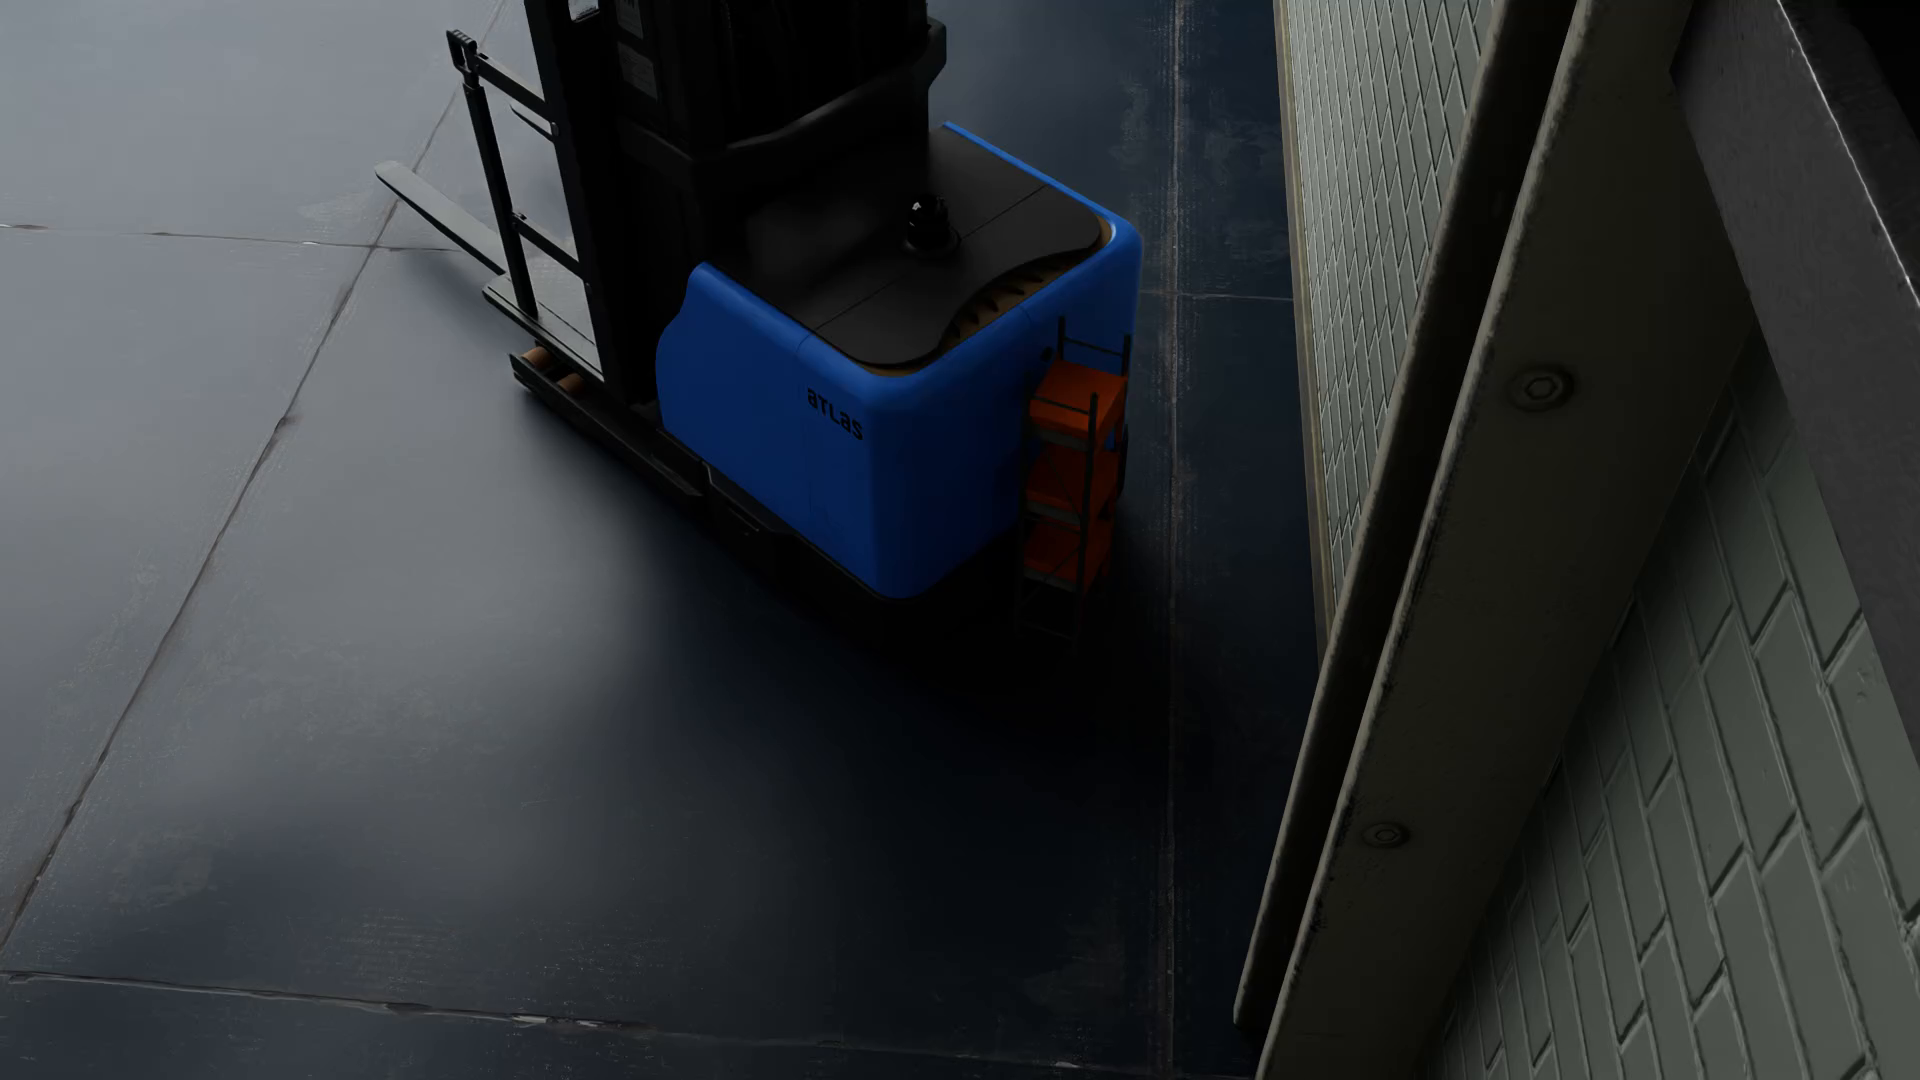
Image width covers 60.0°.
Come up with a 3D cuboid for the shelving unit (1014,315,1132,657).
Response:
[{"bbox_3d":[0.303,-0.122,4.650,0.215,1.050,0.252,18,50,16],"label":"shelving unit"}]

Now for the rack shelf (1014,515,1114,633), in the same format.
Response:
[{"bbox_3d":[0.303,0.072,4.863,0.215,0.259,0.240,18,50,16],"label":"rack shelf"}]

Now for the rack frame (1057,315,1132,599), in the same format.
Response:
[{"bbox_3d":[0.353,-0.205,4.726,0.200,1.050,0.008,18,50,16],"label":"rack frame"}]

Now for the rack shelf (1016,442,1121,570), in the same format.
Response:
[{"bbox_3d":[0.303,-0.115,4.658,0.215,0.259,0.240,18,50,16],"label":"rack shelf"}]

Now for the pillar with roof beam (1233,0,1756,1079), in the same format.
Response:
[{"bbox_3d":[-3.463,-2.003,0.984,9.100,9.000,0.400,4,48,4],"label":"pillar with roof beam"}]

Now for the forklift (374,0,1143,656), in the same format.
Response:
[{"bbox_3d":[-0.881,-1.628,4.752,3.031,2.935,1.130,36,57,28],"label":"forklift"}]

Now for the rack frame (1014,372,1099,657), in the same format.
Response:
[{"bbox_3d":[0.254,-0.040,4.575,0.200,1.050,0.008,18,50,16],"label":"rack frame"}]

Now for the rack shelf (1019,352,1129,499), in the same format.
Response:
[{"bbox_3d":[0.303,-0.307,4.449,0.215,0.259,0.240,18,50,16],"label":"rack shelf"}]
